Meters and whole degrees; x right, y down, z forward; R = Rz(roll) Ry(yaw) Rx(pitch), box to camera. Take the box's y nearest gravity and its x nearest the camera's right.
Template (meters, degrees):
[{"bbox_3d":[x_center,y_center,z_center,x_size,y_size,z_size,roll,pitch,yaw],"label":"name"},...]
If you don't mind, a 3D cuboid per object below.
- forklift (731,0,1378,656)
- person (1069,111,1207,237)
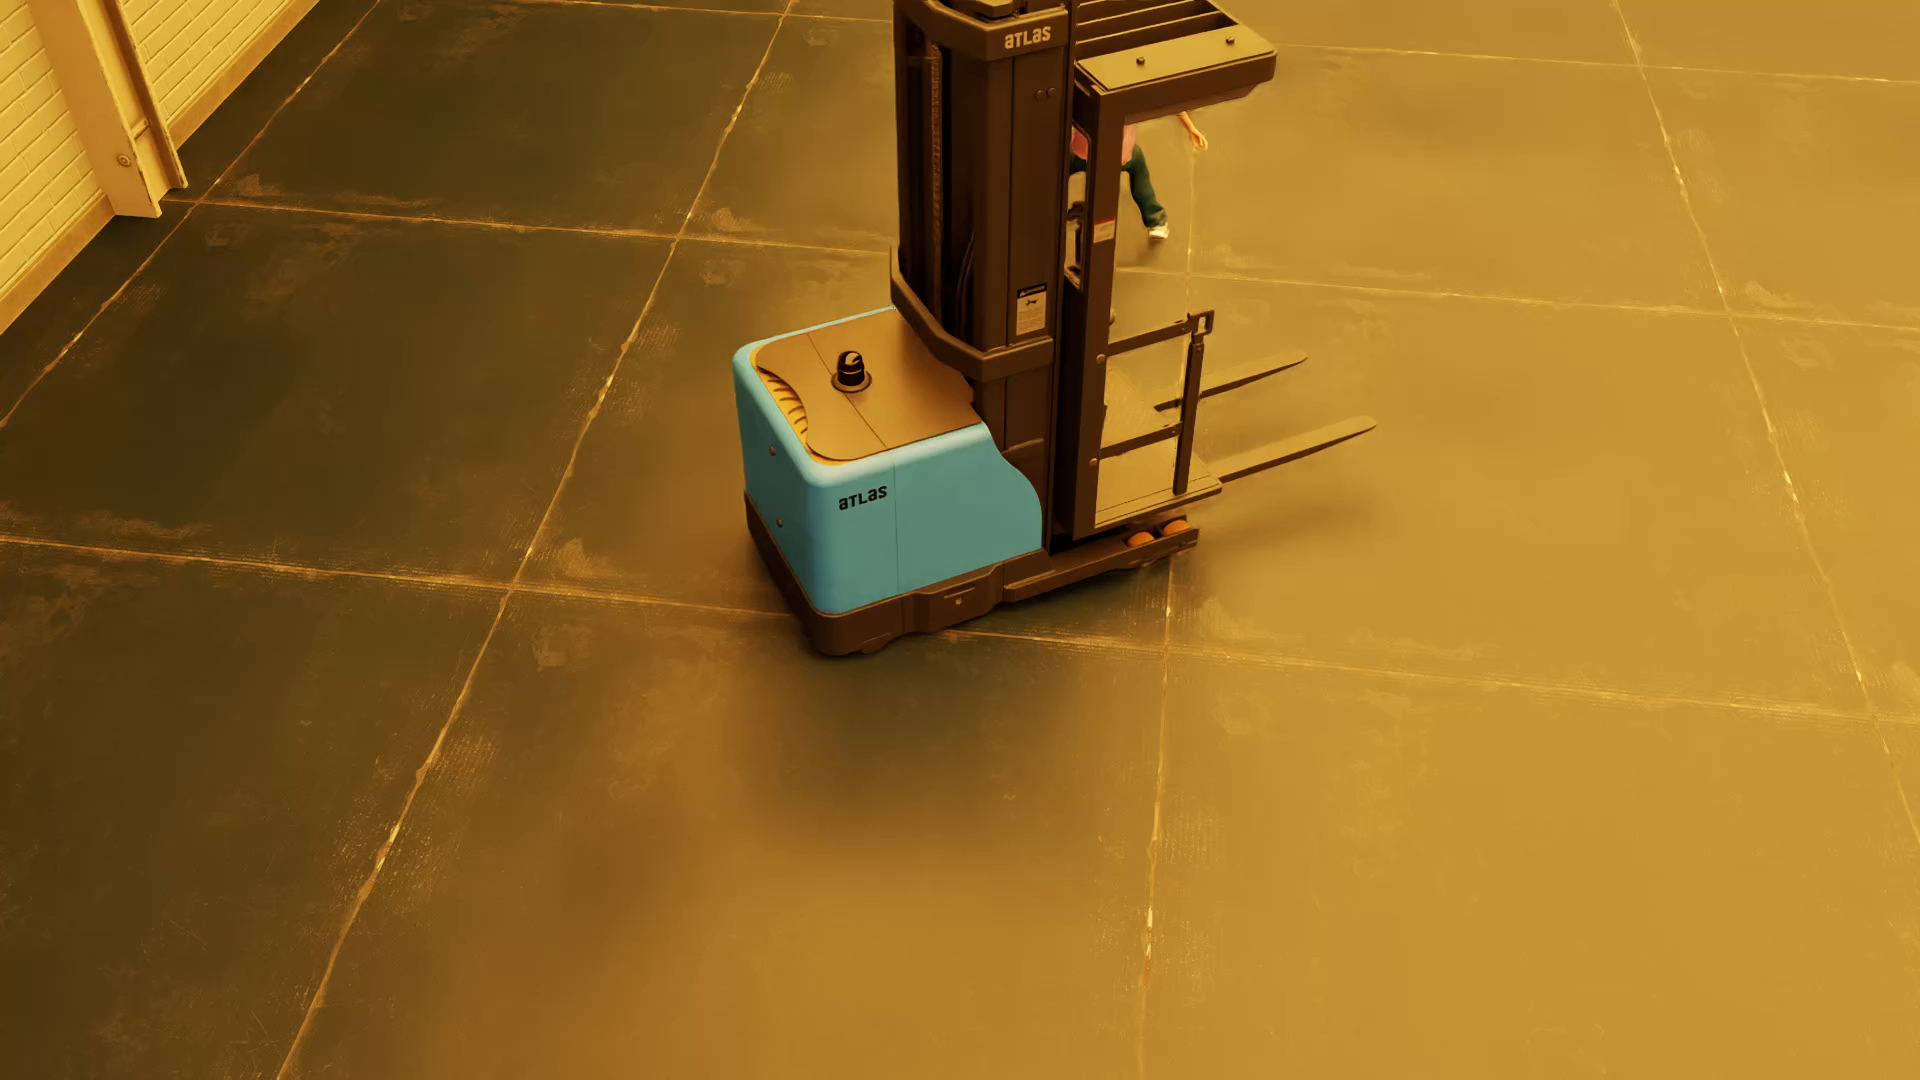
[{"bbox_3d":[0.551,-1.257,7.093,3.031,2.935,1.130,-18,45,-18],"label":"forklift"},{"bbox_3d":[0.849,-2.148,9.311,0.984,1.408,0.498,-5,43,-6],"label":"person"}]
